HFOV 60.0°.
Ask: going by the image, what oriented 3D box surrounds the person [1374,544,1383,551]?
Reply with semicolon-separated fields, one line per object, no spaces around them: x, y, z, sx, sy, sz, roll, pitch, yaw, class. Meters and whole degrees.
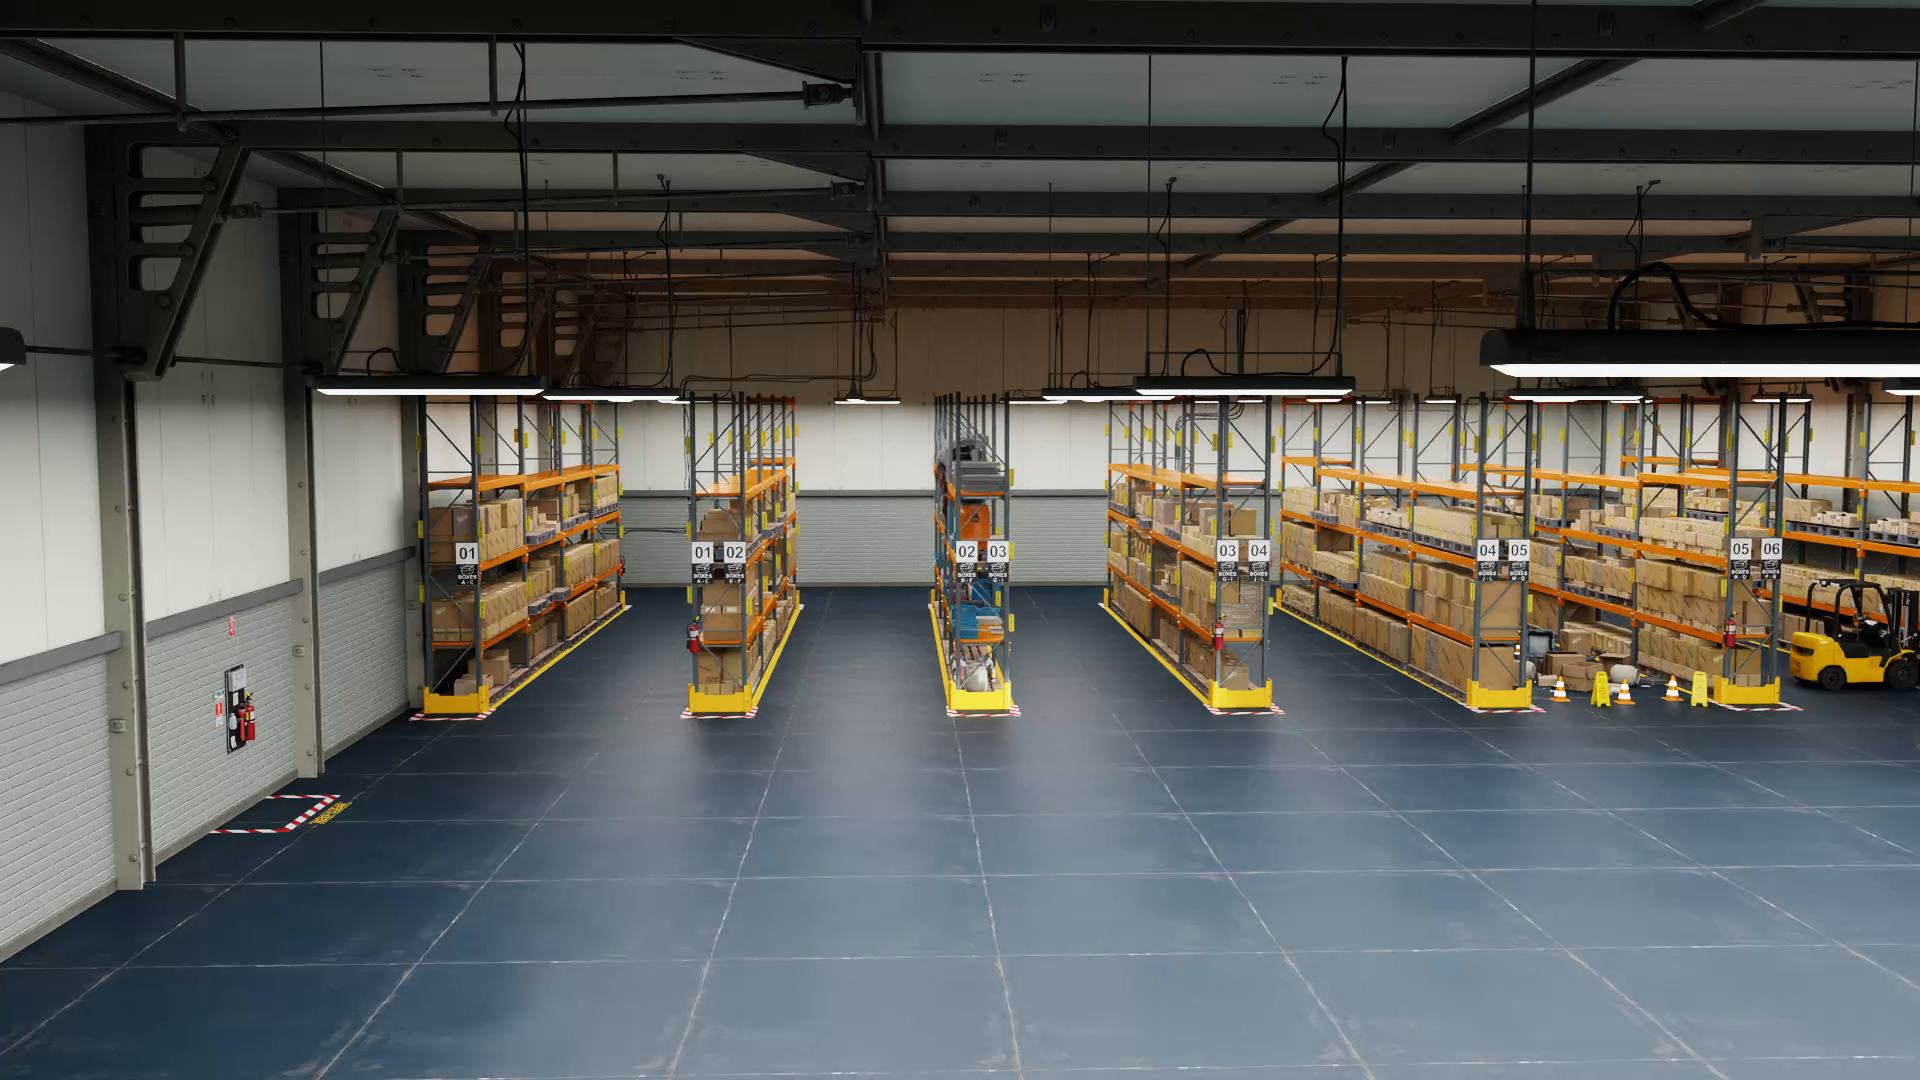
12.452;0.952;49.256;0.965;1.669;0.585;0;5;3;person
